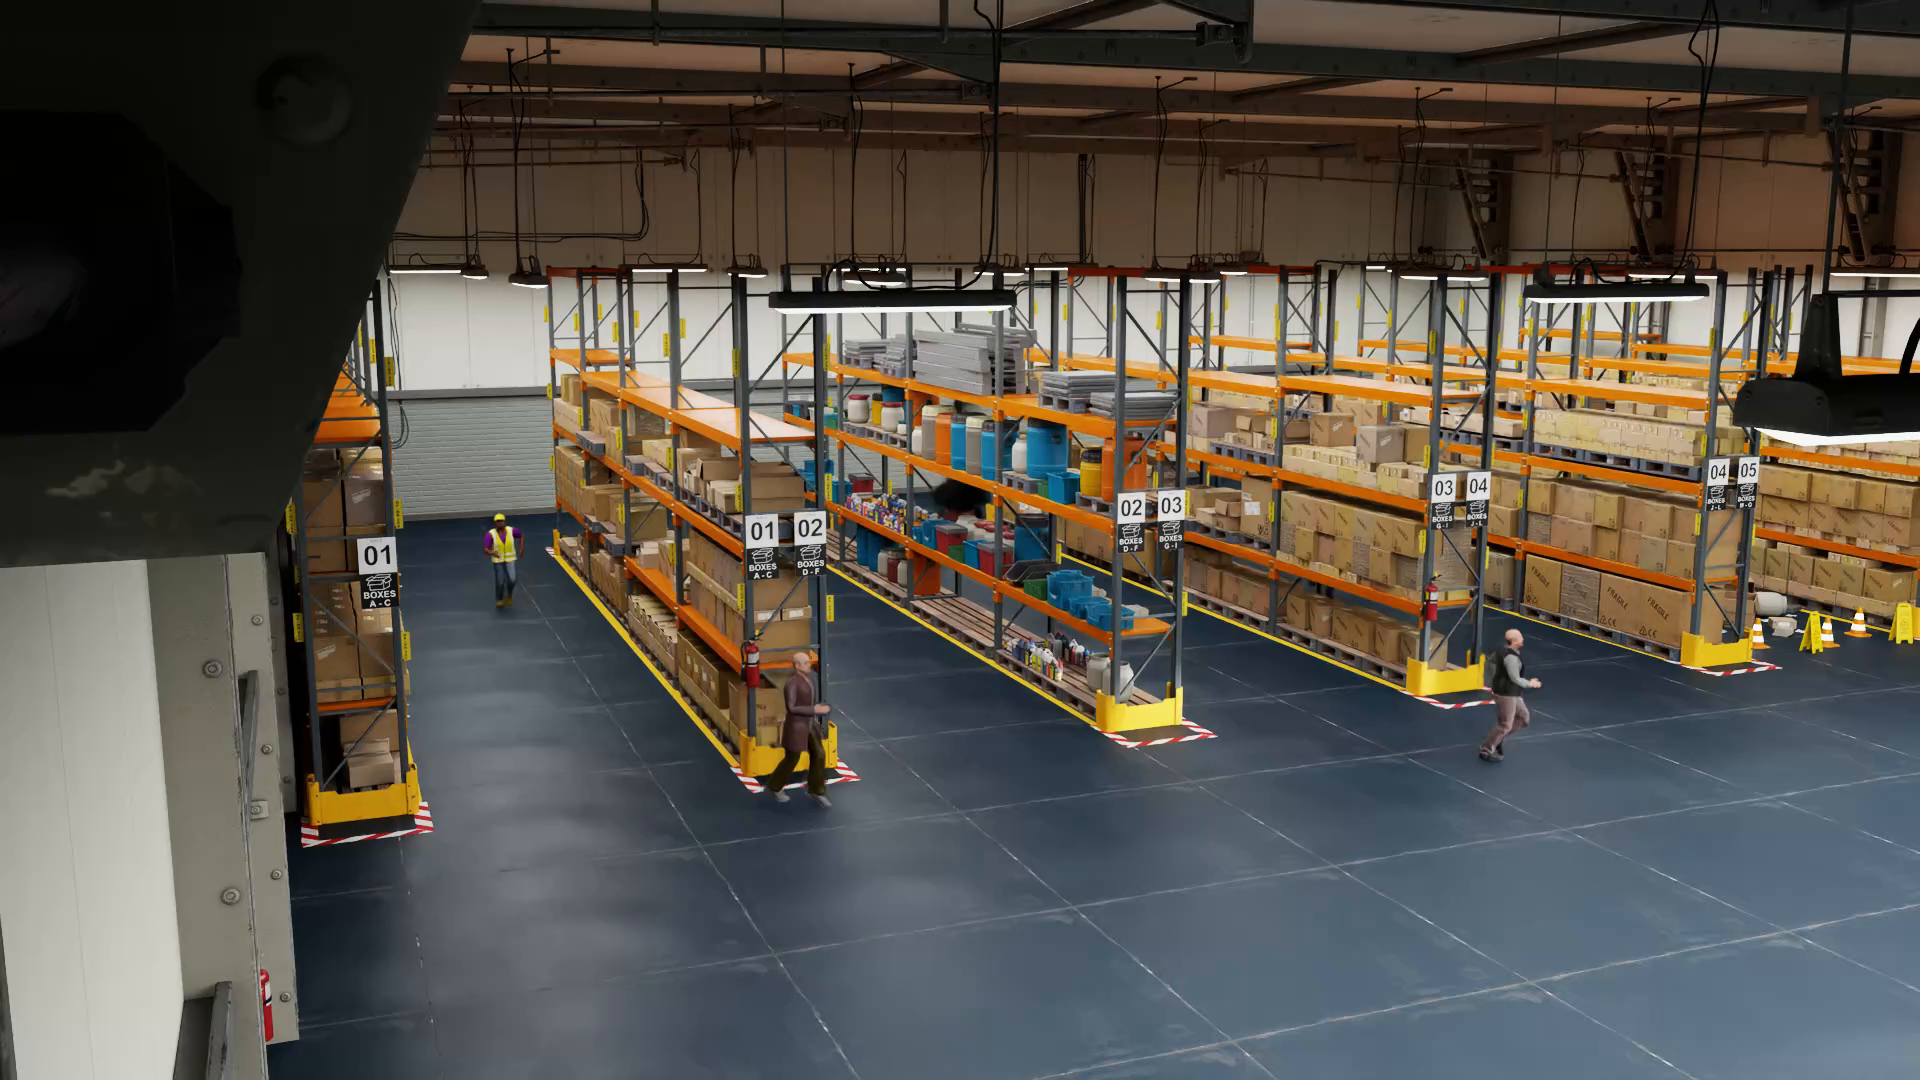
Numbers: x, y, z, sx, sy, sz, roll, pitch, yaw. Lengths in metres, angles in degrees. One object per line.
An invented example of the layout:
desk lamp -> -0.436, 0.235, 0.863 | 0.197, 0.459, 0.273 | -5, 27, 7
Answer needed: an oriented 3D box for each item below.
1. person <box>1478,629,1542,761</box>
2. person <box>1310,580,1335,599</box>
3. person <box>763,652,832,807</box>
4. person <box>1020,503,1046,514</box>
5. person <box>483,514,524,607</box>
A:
person -> 6.858, 1.923, 20.705 | 0.719, 1.678, 0.632 | 2, 10, 10
person -> 6.757, 0.302, 30.546 | 0.606, 1.599, 0.823 | -5, 11, -29
person -> -1.850, 2.189, 19.048 | 0.850, 1.865, 0.739 | 4, 11, 20
person -> 1.351, -0.219, 31.669 | 0.536, 1.772, 0.755 | -5, 11, -27
person -> -8.048, 0.374, 29.416 | 0.720, 1.714, 0.801 | -4, 11, -19
